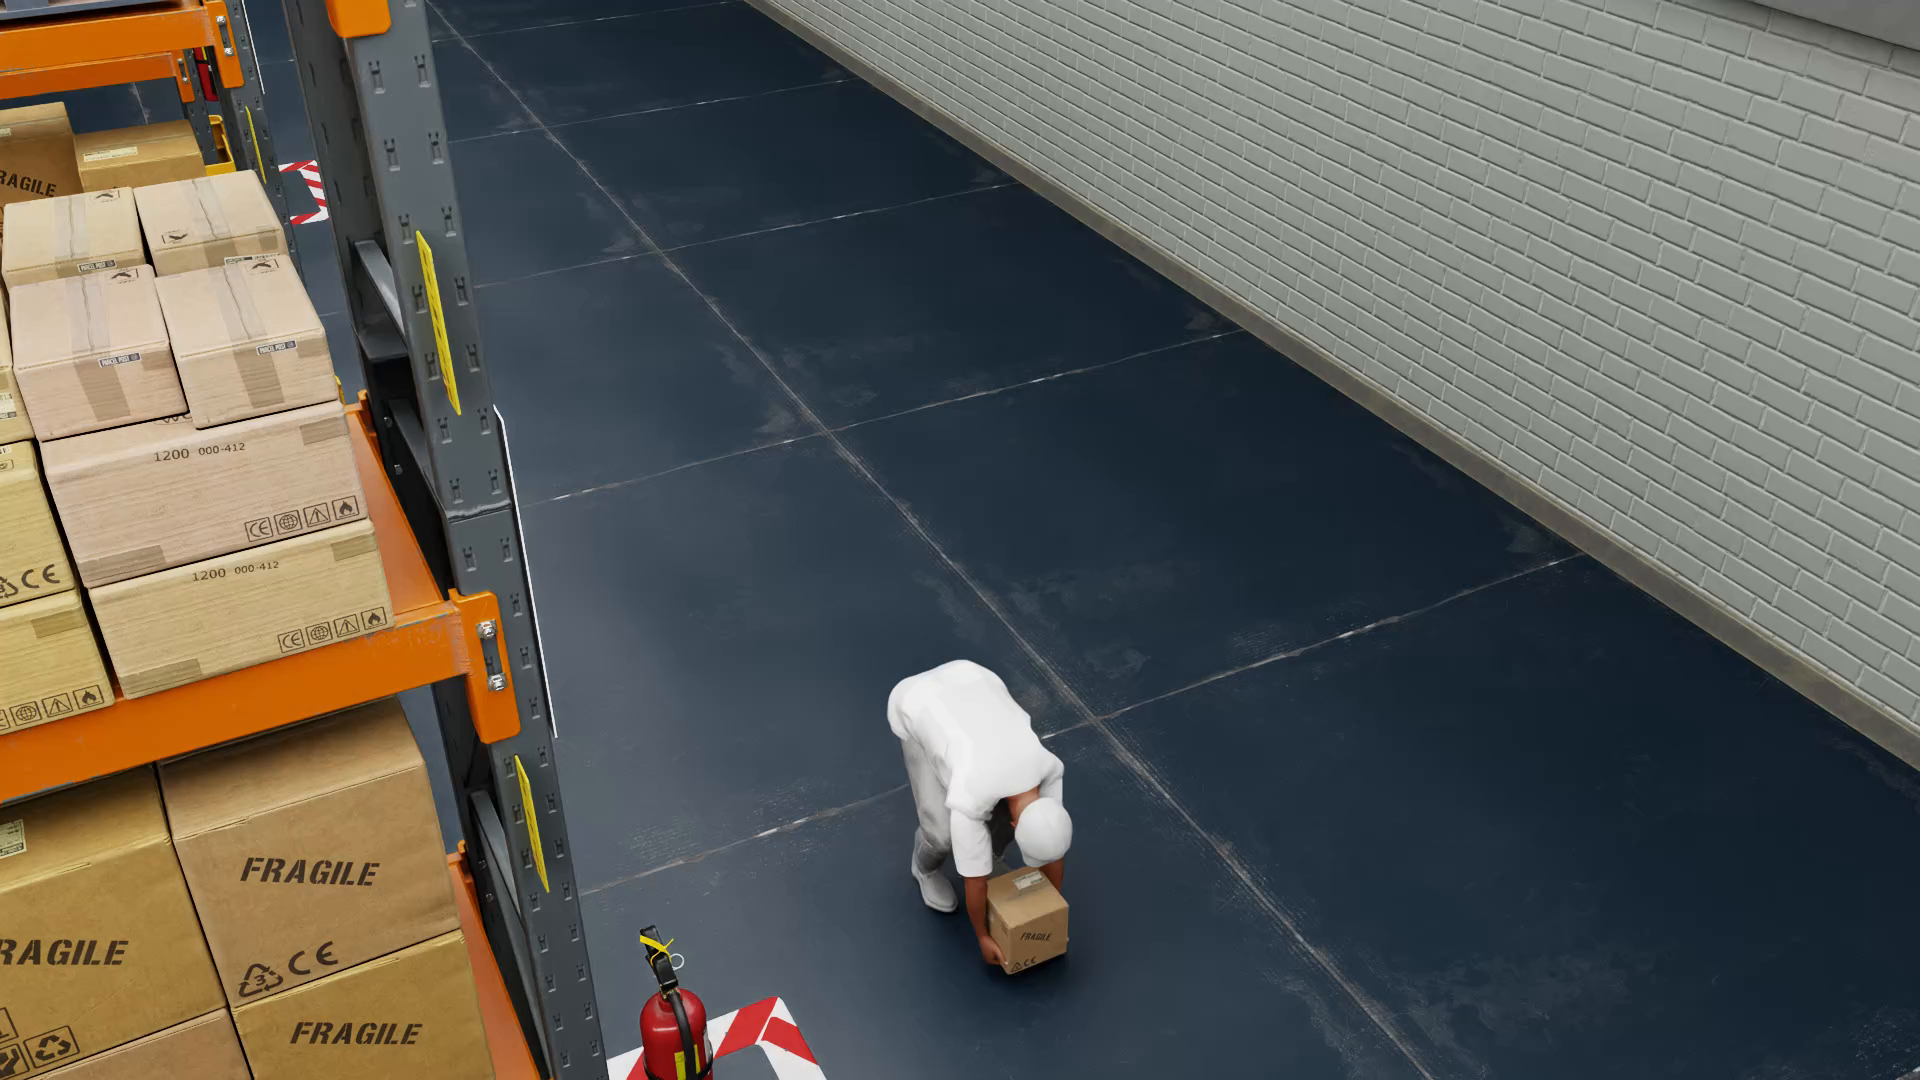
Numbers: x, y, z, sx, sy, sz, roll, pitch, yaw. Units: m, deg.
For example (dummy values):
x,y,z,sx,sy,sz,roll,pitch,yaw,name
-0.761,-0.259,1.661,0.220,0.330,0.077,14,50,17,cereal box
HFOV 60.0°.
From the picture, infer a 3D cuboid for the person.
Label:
x,y,z,sx,sy,sz,roll,pitch,yaw,name
0.108,1.025,6.250,0.499,0.980,0.974,-18,37,-25,person
